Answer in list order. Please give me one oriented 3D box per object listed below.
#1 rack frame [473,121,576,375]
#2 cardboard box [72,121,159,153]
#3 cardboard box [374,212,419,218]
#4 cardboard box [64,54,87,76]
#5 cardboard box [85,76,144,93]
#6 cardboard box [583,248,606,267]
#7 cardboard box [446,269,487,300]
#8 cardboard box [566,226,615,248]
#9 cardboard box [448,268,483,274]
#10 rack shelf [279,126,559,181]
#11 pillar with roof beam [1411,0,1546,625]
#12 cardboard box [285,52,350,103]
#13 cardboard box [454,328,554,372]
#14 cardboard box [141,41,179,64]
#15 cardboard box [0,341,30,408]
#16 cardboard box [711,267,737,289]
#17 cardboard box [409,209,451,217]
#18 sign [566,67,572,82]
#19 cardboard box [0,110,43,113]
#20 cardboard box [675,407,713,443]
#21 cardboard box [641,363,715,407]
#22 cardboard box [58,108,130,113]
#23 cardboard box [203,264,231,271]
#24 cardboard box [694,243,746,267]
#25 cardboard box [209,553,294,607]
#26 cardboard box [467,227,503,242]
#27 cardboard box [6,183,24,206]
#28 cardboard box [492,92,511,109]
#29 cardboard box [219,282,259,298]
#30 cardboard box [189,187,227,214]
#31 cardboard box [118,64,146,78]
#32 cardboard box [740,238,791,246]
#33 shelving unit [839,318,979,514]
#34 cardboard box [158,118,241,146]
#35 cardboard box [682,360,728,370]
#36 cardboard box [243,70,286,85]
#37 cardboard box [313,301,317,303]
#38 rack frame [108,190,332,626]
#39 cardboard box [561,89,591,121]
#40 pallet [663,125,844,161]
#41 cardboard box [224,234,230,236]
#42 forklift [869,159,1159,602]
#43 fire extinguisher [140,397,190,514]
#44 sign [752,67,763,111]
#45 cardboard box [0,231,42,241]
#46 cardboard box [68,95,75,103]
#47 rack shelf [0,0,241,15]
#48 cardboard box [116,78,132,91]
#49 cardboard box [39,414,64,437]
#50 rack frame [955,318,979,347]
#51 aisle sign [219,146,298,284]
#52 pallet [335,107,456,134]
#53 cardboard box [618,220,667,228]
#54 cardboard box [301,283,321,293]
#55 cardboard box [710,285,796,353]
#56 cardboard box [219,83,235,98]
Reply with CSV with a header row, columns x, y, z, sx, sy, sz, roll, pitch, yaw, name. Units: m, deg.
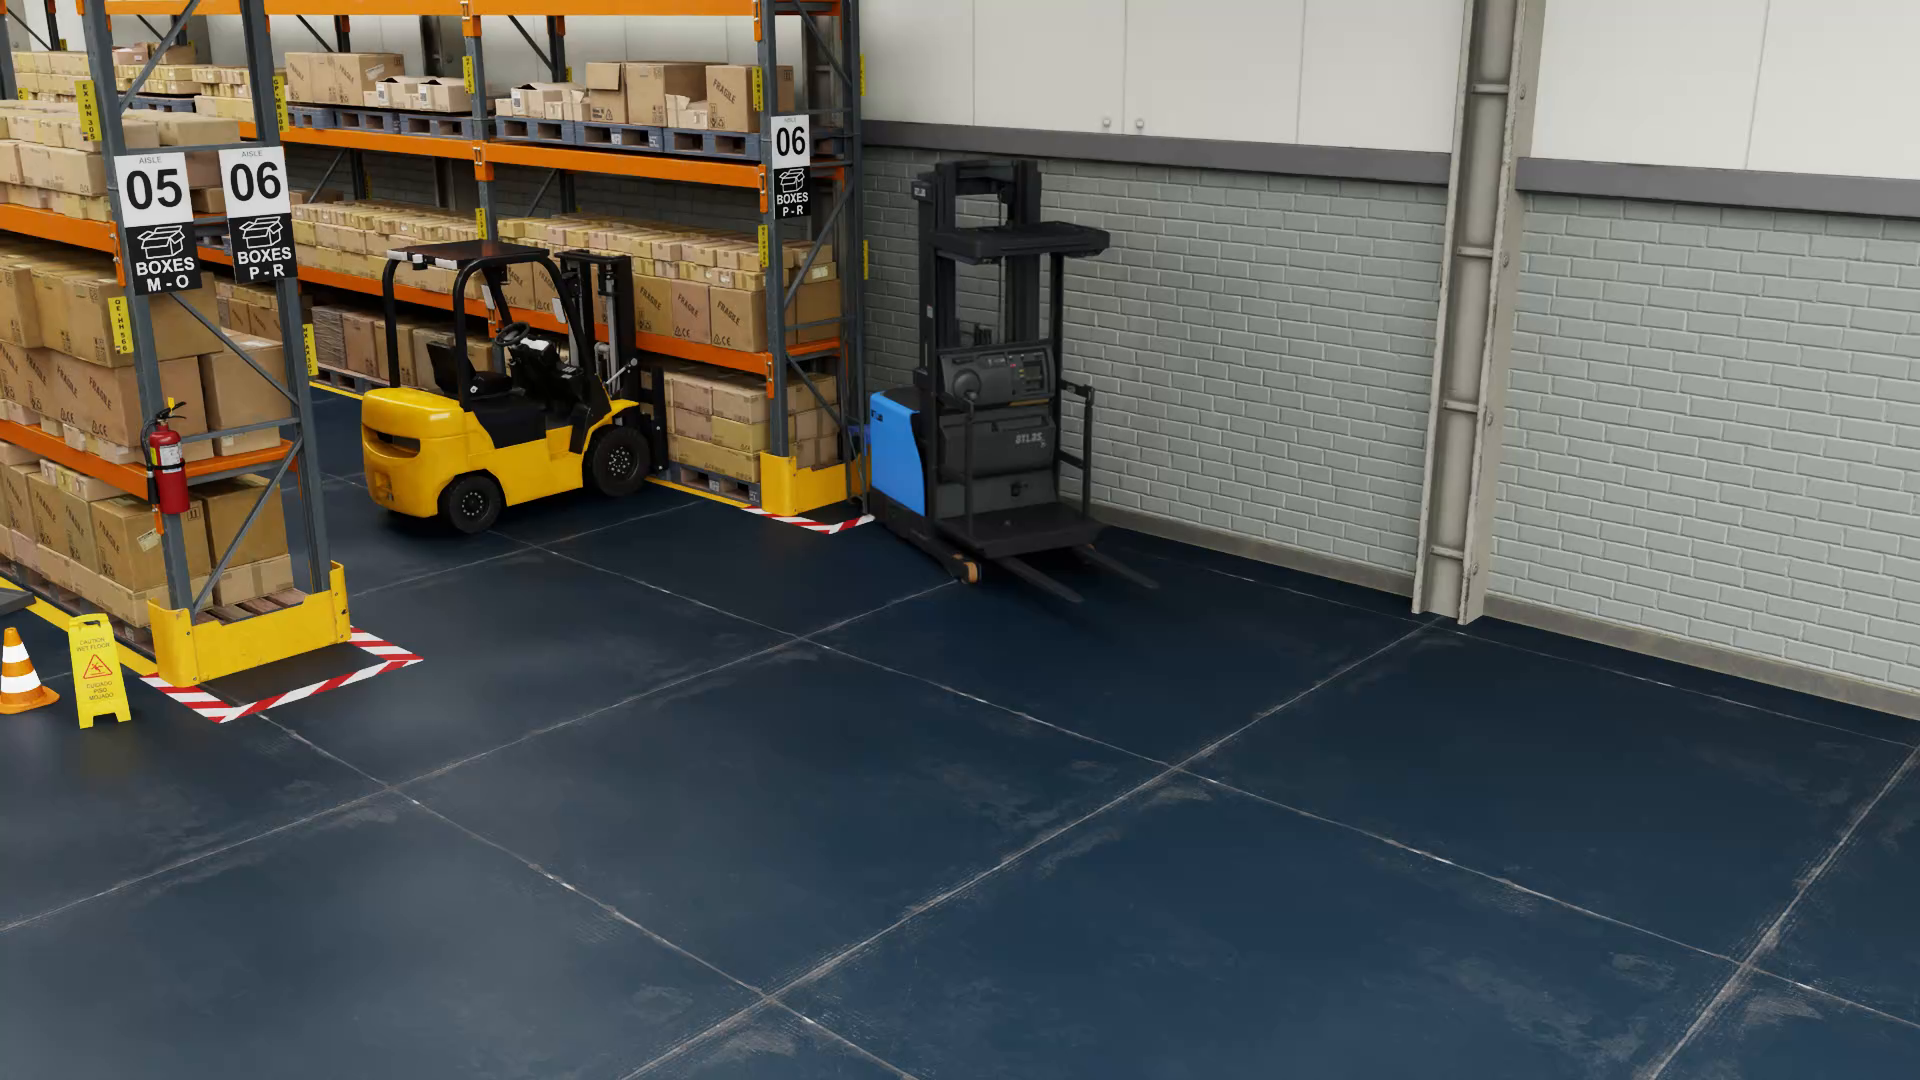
x,y,z,sx,sy,sz,roll,pitch,yaw,name
-4.177,-2.590,16.314,0.127,3.000,1.000,15,23,39,rack frame
-4.927,-2.354,9.709,0.250,0.149,0.380,15,23,40,cardboard box
-5.895,-3.332,17.415,0.250,0.149,0.380,15,23,39,cardboard box
-11.084,-6.081,21.286,0.500,0.250,0.500,15,23,38,cardboard box
-10.688,-5.736,21.026,0.500,0.250,0.500,15,23,39,cardboard box
-3.175,-2.560,14.981,0.250,0.149,0.380,14,22,38,cardboard box
-4.728,-2.560,16.469,0.500,0.250,0.500,16,23,40,cardboard box
-3.347,-2.755,15.105,0.250,0.149,0.380,15,23,38,cardboard box
-4.714,-2.797,16.389,0.500,0.250,0.500,14,23,38,cardboard box
-5.673,-4.078,17.234,4.000,0.370,1.077,15,23,39,rack shelf
0.522,-2.811,7.093,0.400,9.000,9.100,15,23,39,pillar with roof beam
-6.789,-4.918,17.665,0.500,0.500,0.500,15,23,40,cardboard box
-4.575,-1.760,16.931,0.625,0.625,0.875,16,24,42,cardboard box
-9.887,-6.047,20.628,0.258,0.266,0.396,15,23,38,cardboard box
-6.176,-1.208,11.302,0.500,0.500,0.500,15,23,40,cardboard box
-1.842,-2.194,13.830,0.250,0.149,0.380,16,23,40,cardboard box
-5.630,-3.426,17.712,0.250,0.149,0.380,16,24,41,cardboard box
-3.810,-4.430,16.166,0.005,0.325,0.100,15,23,39,sign
-6.233,-2.726,10.880,0.250,0.149,0.380,16,23,40,cardboard box
-2.125,-1.045,14.470,0.500,0.250,0.500,15,23,39,cardboard box
-2.507,-1.375,14.684,0.500,0.250,0.500,15,23,40,cardboard box
-5.864,-2.852,11.279,0.250,0.149,0.380,15,23,40,cardboard box
-9.494,-3.454,21.401,0.250,0.149,0.380,15,23,39,cardboard box
-2.012,-2.399,13.981,0.250,0.149,0.380,16,23,40,cardboard box
-4.897,0.223,11.302,0.500,0.250,0.500,15,23,39,cardboard box
-4.580,-2.965,16.258,0.250,0.149,0.380,16,24,41,cardboard box
-5.869,-2.245,10.683,0.250,0.149,0.380,14,22,38,cardboard box
-4.682,-4.363,16.496,0.250,0.149,0.380,15,23,39,cardboard box
-8.680,-3.025,20.052,0.250,0.149,0.380,14,22,37,cardboard box
-4.510,-2.113,10.268,0.250,0.149,0.380,15,23,39,cardboard box
-9.982,-5.699,20.216,0.250,0.149,0.380,16,23,40,cardboard box
-1.675,-2.511,14.336,0.250,0.149,0.380,16,23,40,cardboard box
-0.404,-1.053,13.906,1.048,1.500,0.538,-6,14,-20,shelving unit
-4.608,-2.471,10.076,0.250,0.149,0.380,15,23,39,cardboard box
-2.163,-1.495,15.061,0.500,0.250,0.500,15,23,39,cardboard box
-7.749,-5.162,18.556,0.250,0.149,0.380,14,22,37,cardboard box
-7.652,-2.653,19.950,0.500,0.500,0.500,15,23,39,cardboard box
-4.478,-0.663,10.242,0.127,3.000,1.000,15,23,39,rack frame
-3.269,-3.837,14.646,0.258,0.266,0.396,14,23,38,cardboard box
-1.697,-3.322,13.808,1.213,0.211,1.003,15,23,39,pallet
-8.173,-3.660,19.240,0.500,0.250,0.500,14,22,37,cardboard box
0.381,-1.227,12.133,1.130,2.935,3.031,-9,20,-26,forklift
-4.698,-0.499,9.853,0.183,0.674,0.296,15,23,39,fire extinguisher
-1.556,-3.481,12.829,0.005,0.325,0.100,15,23,39,sign
-6.917,-1.887,11.790,0.500,0.500,0.700,15,23,40,cardboard box
-11.363,-5.728,21.658,0.250,0.149,0.380,16,24,41,cardboard box
-5.973,-3.580,10.709,4.000,0.370,1.077,15,23,39,rack shelf
-10.031,-5.544,20.220,0.250,0.149,0.380,15,23,40,cardboard box
-5.902,-0.811,11.123,0.250,0.149,0.380,15,23,39,cardboard box
0.072,-1.107,14.076,0.032,1.500,0.500,-6,14,-20,rack frame
-4.226,-1.960,10.031,0.004,0.787,0.394,15,23,39,aisle sign
-5.764,-4.393,17.348,1.213,0.211,1.003,16,24,42,pallet
-2.962,-2.890,15.531,0.250,0.149,0.380,15,23,38,cardboard box
-7.772,-2.977,19.900,0.250,0.149,0.380,15,23,40,cardboard box
-1.728,-1.874,13.892,0.500,0.500,0.500,14,23,38,cardboard box
-8.170,-5.113,18.894,0.250,0.149,0.380,15,23,39,cardboard box
